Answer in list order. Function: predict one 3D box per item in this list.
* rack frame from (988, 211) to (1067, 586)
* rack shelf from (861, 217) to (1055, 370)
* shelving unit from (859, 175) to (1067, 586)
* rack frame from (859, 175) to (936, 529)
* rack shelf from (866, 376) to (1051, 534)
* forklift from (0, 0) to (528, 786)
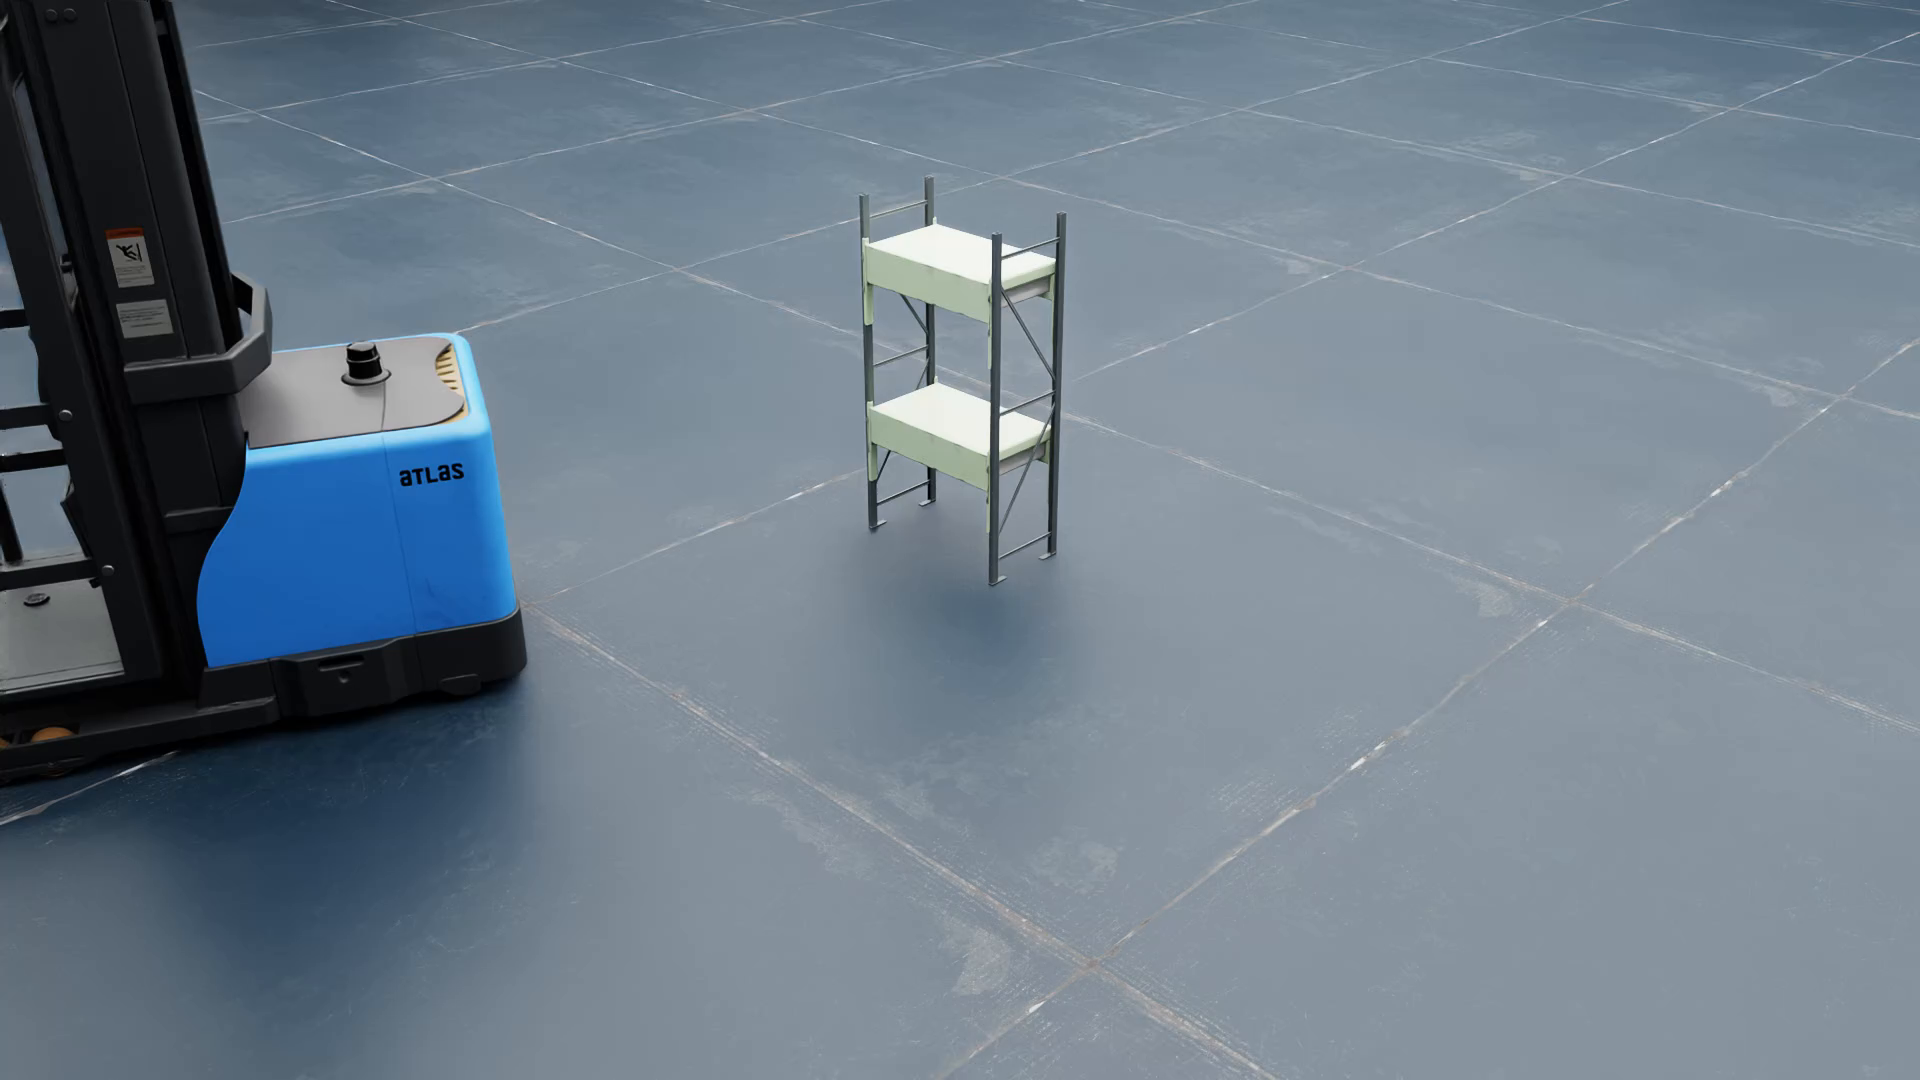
[{"bbox_3d":[0.266,-0.542,6.670,0.023,1.500,0.400,25,36,38],"label":"rack frame"},{"bbox_3d":[0.005,-1.007,6.715,0.720,0.370,0.431,25,36,38],"label":"rack shelf"},{"bbox_3d":[0.005,-0.662,6.897,0.755,1.500,0.431,25,36,38],"label":"shelving unit"},{"bbox_3d":[-0.256,-0.781,7.124,0.023,1.500,0.400,25,36,38],"label":"rack frame"},{"bbox_3d":[0.005,-0.373,7.049,0.720,0.370,0.431,25,36,38],"label":"rack shelf"},{"bbox_3d":[-3.191,-0.733,5.494,3.031,2.935,1.130,-9,29,-17],"label":"forklift"}]
